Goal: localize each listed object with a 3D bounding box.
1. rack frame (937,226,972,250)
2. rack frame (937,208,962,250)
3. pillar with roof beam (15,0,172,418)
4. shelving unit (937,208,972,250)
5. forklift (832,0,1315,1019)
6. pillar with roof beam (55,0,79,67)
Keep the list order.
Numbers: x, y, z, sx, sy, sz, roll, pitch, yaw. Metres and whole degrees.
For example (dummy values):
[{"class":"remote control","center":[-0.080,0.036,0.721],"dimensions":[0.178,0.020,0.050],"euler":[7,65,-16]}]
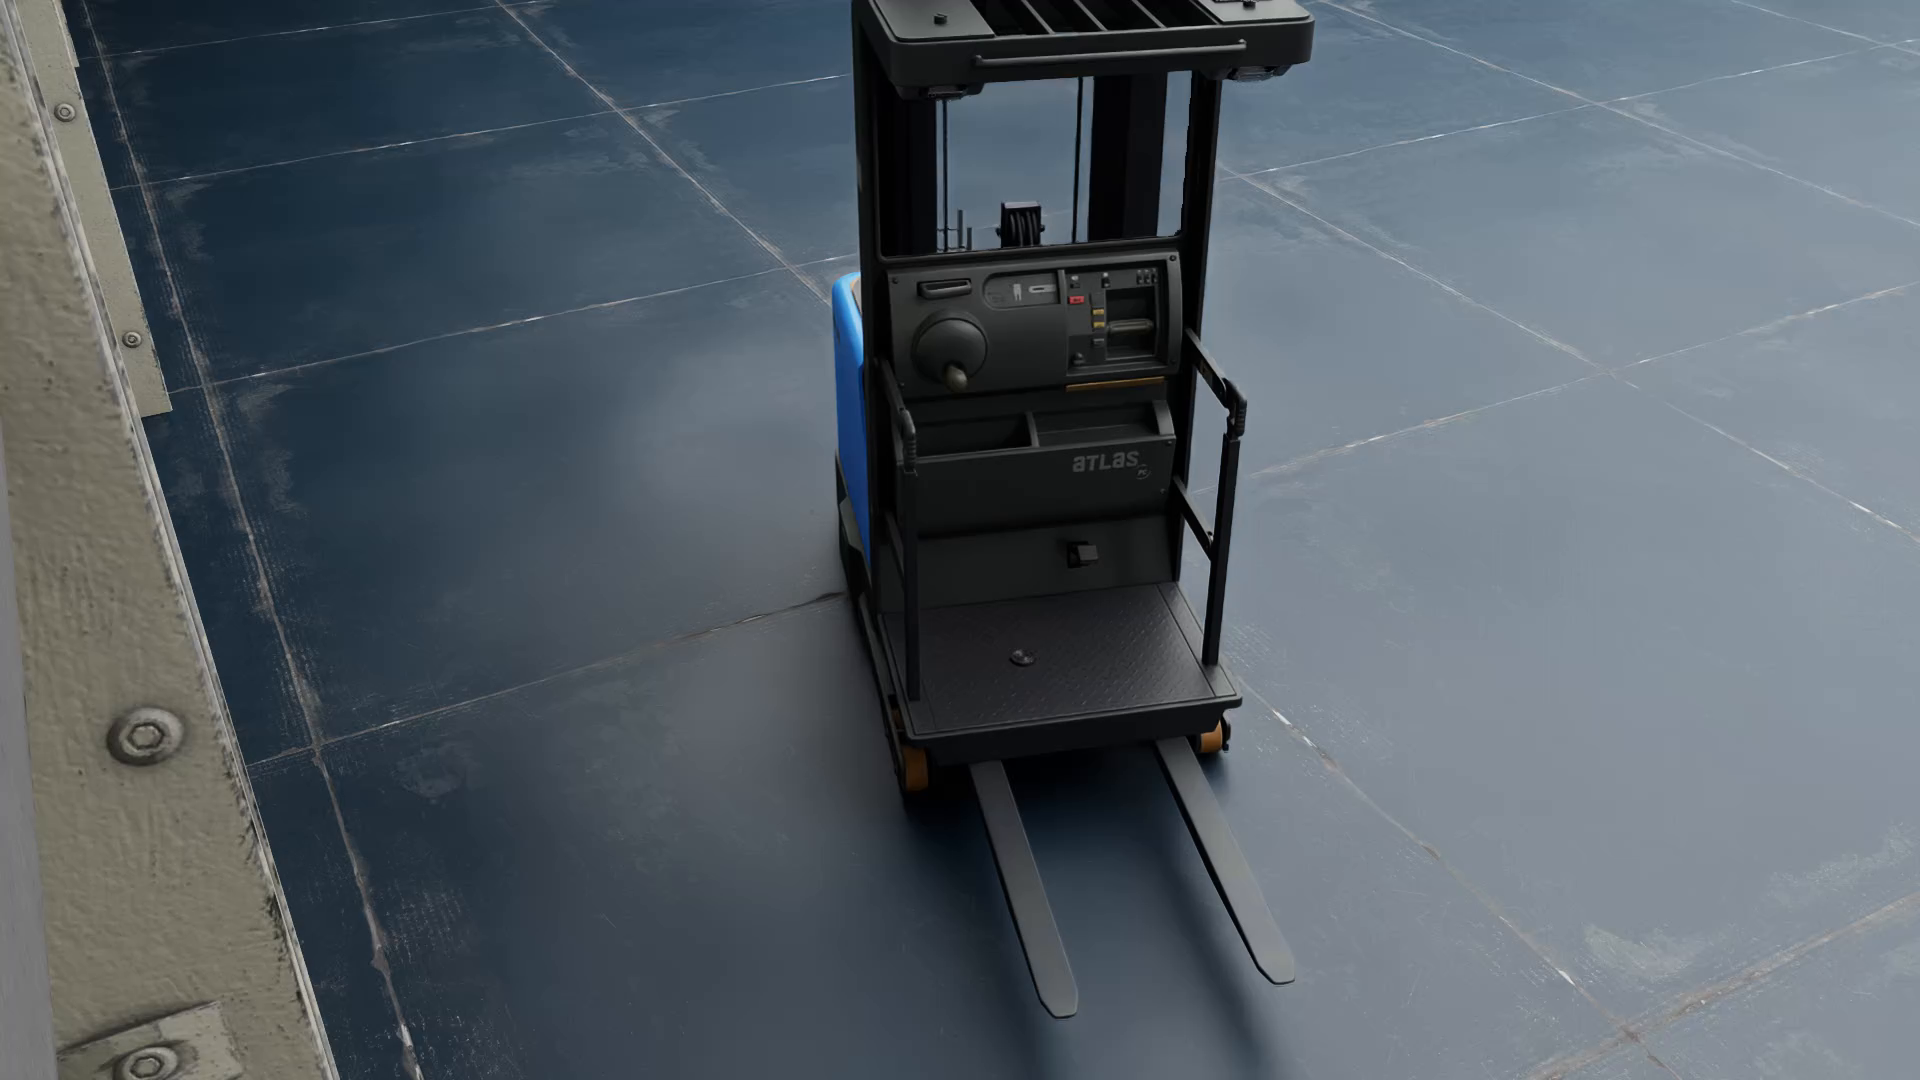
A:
[{"class":"rack frame","center":[-0.073,-0.695,6.723],"dimensions":[0.240,1.200,0.006],"euler":[-6,33,-9]},{"class":"rack frame","center":[-0.109,-0.792,6.874],"dimensions":[0.240,1.200,0.006],"euler":[-6,33,-9]},{"class":"pillar with roof beam","center":[-0.059,-5.525,7.032],"dimensions":[9.100,9.000,0.400],"euler":[-16,36,-23]},{"class":"shelving unit","center":[-0.091,-0.744,6.799],"dimensions":[0.258,1.200,0.189],"euler":[-6,33,-9]},{"class":"forklift","center":[0.283,-0.625,5.008],"dimensions":[1.130,2.935,3.031],"euler":[-6,33,-9]},{"class":"pillar with roof beam","center":[-2.856,-8.388,11.501],"dimensions":[9.100,9.000,0.400],"euler":[-16,36,-23]}]
